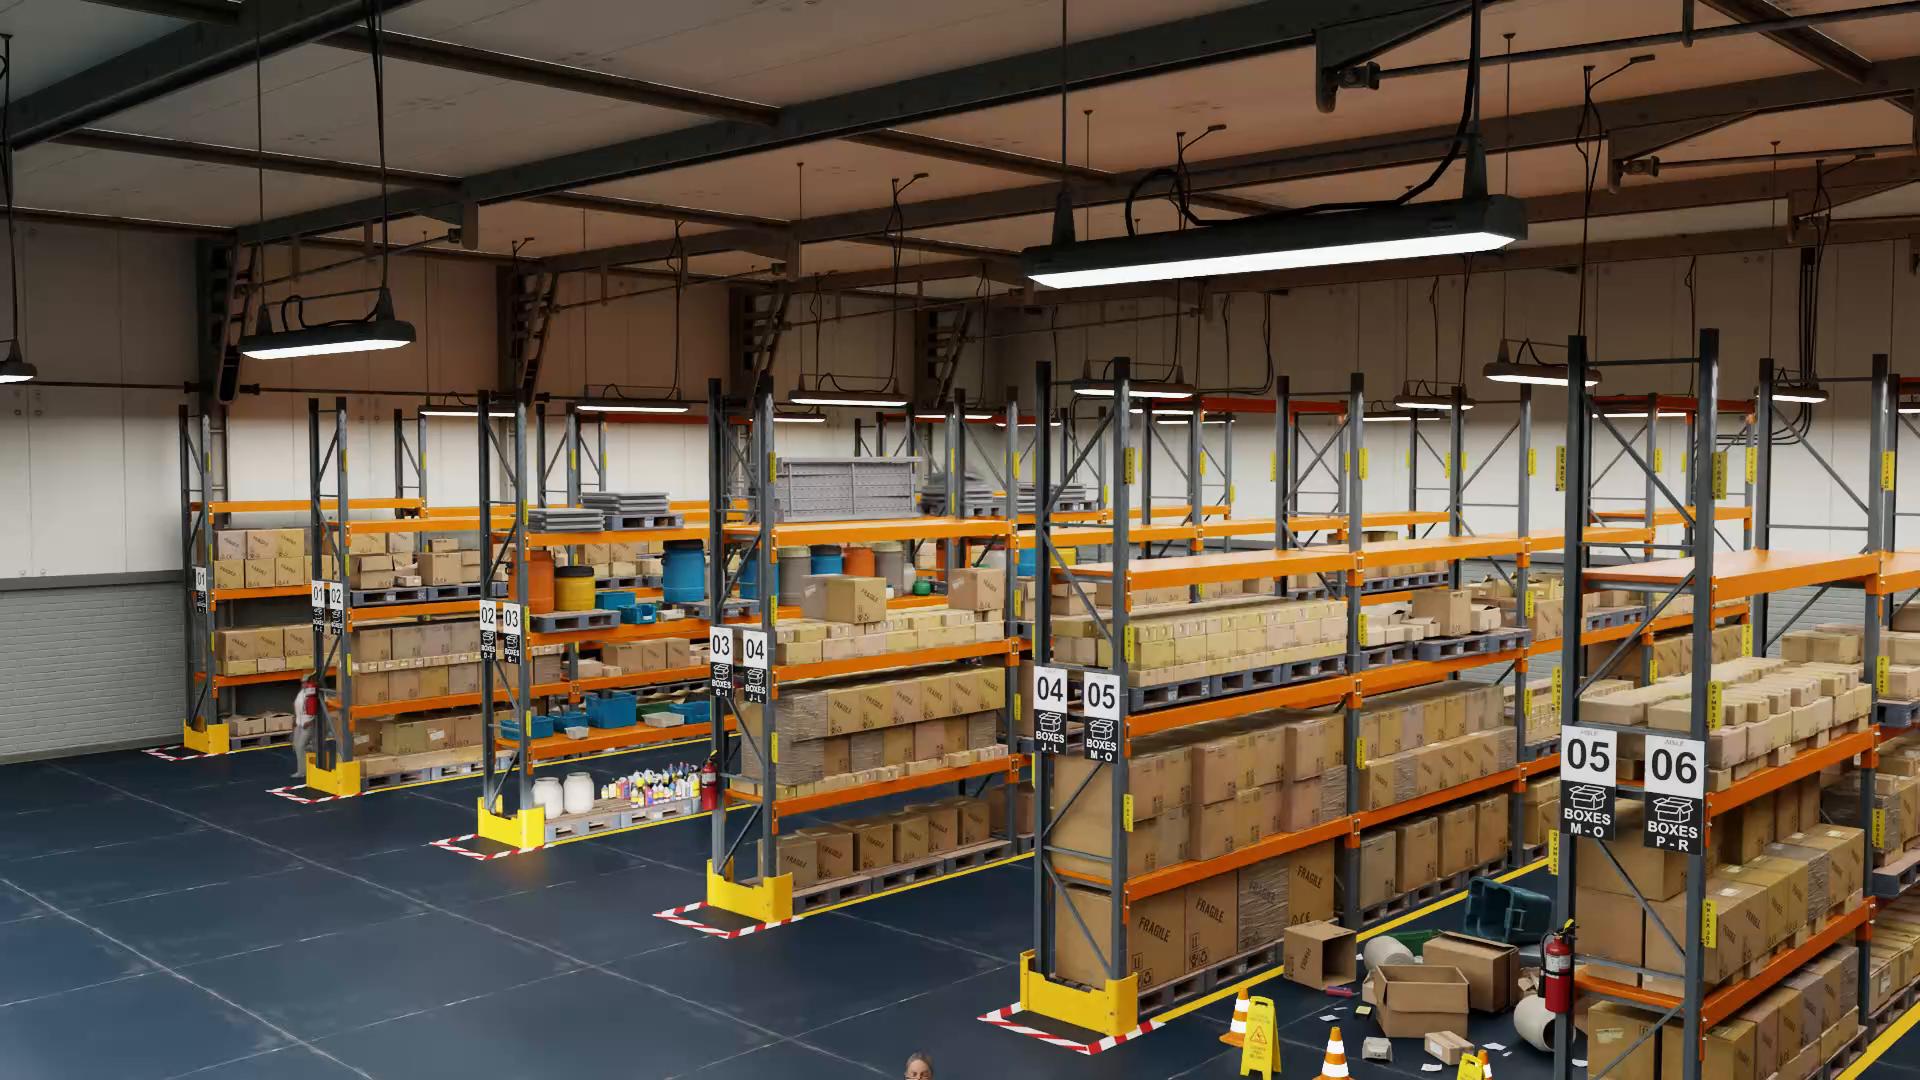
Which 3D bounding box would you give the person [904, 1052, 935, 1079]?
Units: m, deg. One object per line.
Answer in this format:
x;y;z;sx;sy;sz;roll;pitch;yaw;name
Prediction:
-0.253;3.842;9.835;0.581;1.598;0.642;0;3;2;person

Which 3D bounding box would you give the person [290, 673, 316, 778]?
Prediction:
-10.395;2.956;26.623;0.601;1.680;0.629;2;3;28;person

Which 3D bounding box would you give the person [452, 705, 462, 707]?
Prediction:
-8.786;2.728;29.051;0.633;1.837;0.758;2;4;34;person
